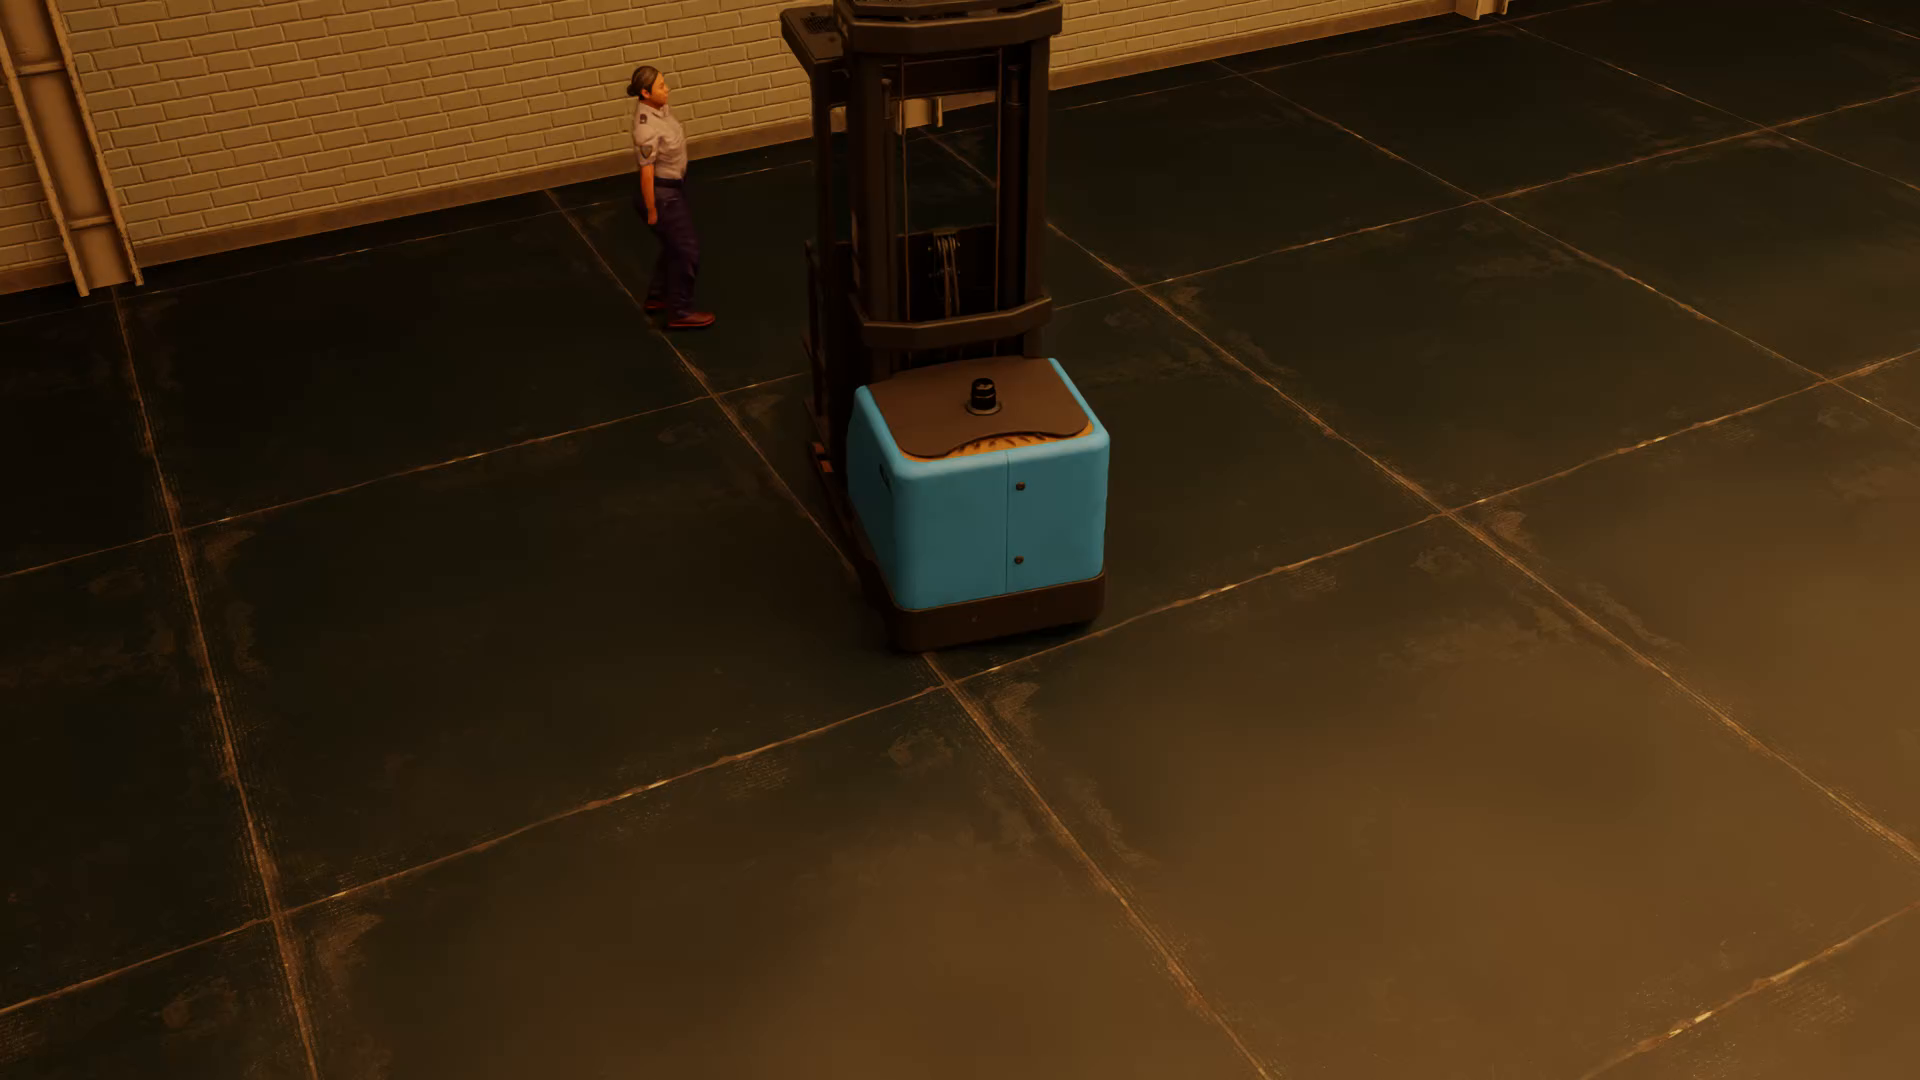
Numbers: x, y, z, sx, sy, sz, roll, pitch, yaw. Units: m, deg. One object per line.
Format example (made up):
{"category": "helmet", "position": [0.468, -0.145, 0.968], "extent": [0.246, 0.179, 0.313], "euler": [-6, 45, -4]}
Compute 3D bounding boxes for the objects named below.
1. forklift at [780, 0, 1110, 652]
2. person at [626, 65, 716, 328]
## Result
{"category": "forklift", "position": [-0.214, -1.522, 8.276], "extent": [1.130, 2.935, 3.031], "euler": [-10, 36, -13]}
{"category": "person", "position": [-1.794, -2.129, 10.235], "extent": [0.467, 1.619, 0.516], "euler": [-1, 35, -2]}
